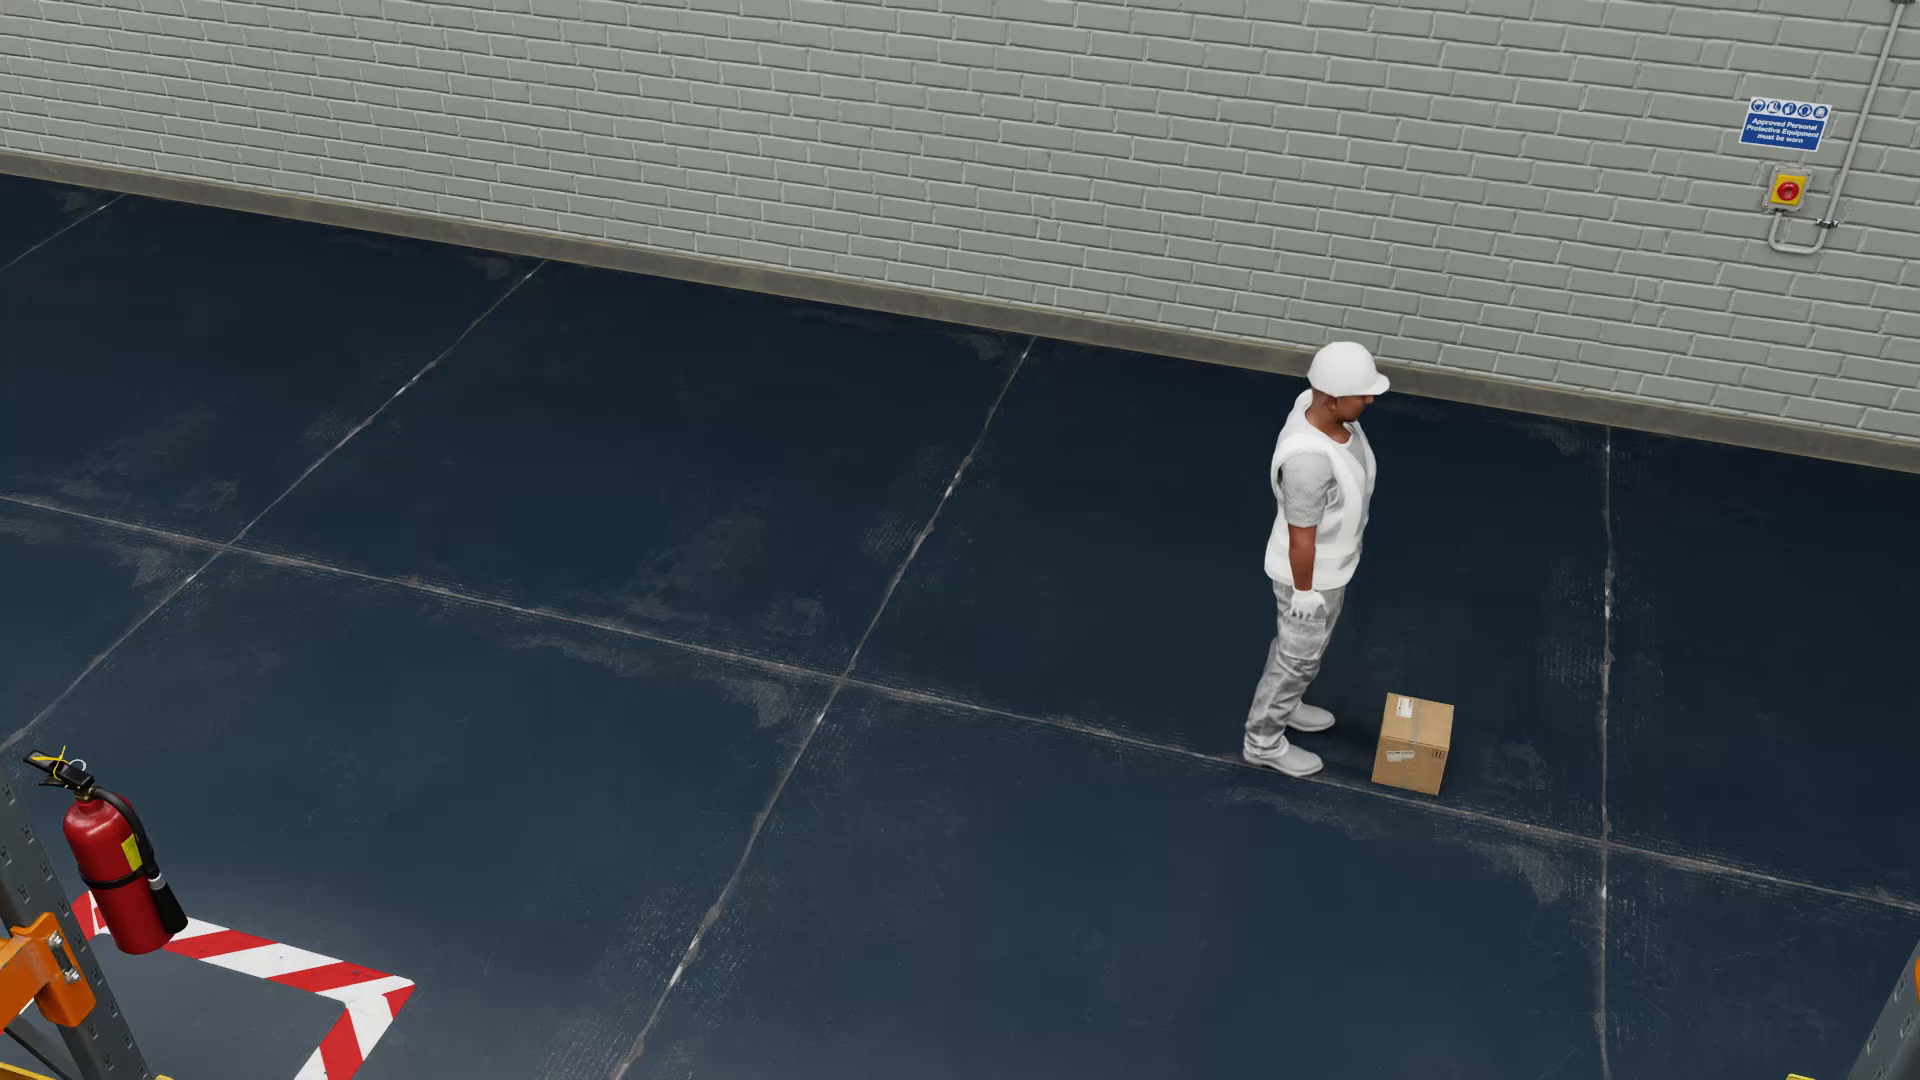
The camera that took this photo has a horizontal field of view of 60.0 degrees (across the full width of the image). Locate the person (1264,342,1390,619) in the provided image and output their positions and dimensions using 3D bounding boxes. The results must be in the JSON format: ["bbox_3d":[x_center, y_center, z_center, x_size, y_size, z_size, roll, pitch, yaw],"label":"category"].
[{"bbox_3d":[1.276,-0.220,5.833,0.349,1.061,0.543,11,38,15],"label":"person"}]
